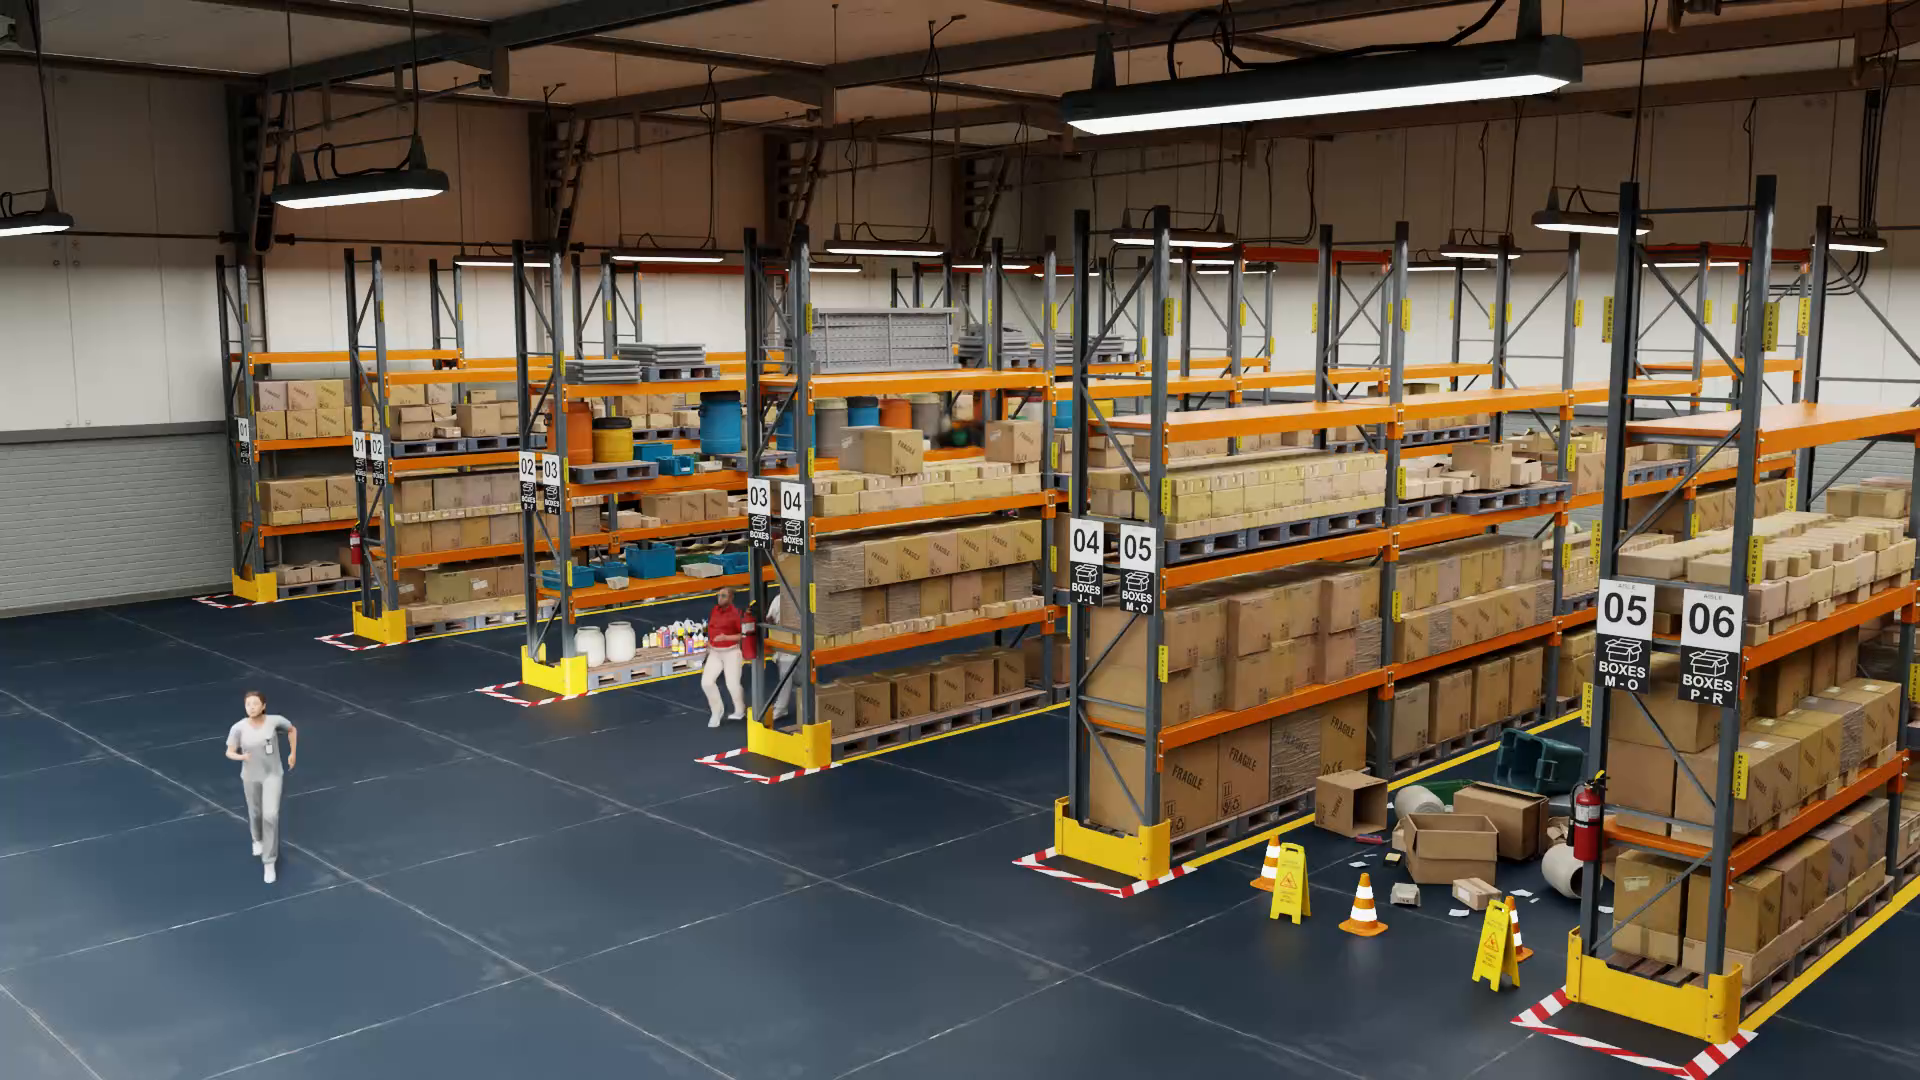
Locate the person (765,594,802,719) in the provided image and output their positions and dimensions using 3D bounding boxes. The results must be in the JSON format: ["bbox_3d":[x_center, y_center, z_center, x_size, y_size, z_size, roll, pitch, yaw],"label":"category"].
[{"bbox_3d":[-2.140,1.305,20.972,0.714,1.755,1.049,6,10,36],"label":"person"}]

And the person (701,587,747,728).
[{"bbox_3d":[-2.882,1.453,20.405,0.635,1.780,0.759,4,9,23],"label":"person"}]

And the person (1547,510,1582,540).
[{"bbox_3d":[10.710,0.219,29.436,0.625,1.604,0.553,0,8,0],"label":"person"}]

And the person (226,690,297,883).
[{"bbox_3d":[-6.392,2.213,15.251,0.554,1.668,0.902,-2,8,-15],"label":"person"}]
